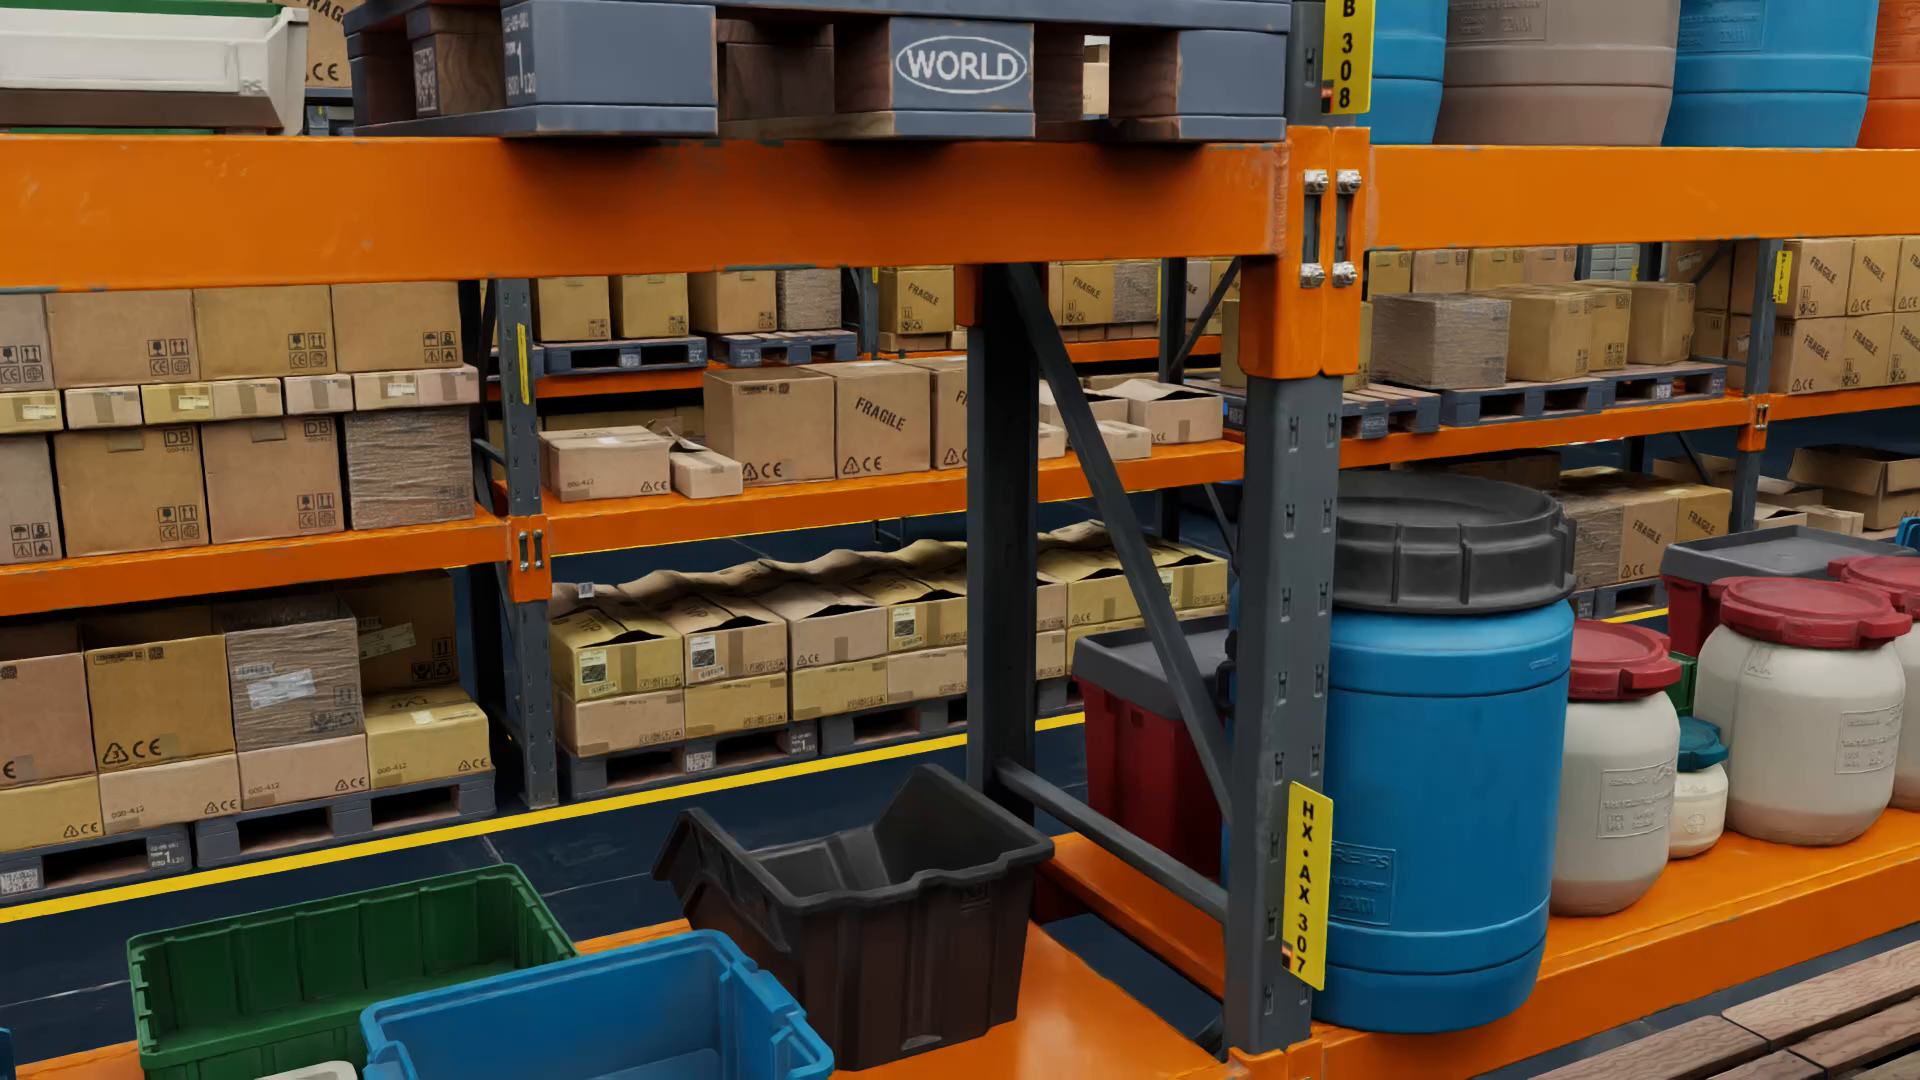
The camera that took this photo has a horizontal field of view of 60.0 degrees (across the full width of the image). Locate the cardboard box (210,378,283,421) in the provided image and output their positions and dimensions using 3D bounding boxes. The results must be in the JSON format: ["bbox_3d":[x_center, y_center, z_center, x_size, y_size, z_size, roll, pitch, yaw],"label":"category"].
[{"bbox_3d":[-2.879,-0.585,6.671,0.250,0.149,0.380,-7,14,-28],"label":"cardboard box"}]

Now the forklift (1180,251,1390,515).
[{"bbox_3d":[3.194,-1.813,13.987,3.031,2.935,1.130,-7,14,-28],"label":"forklift"}]

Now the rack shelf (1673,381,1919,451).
[{"bbox_3d":[6.711,-1.072,12.179,4.000,0.370,1.077,-7,14,-28],"label":"rack shelf"}]

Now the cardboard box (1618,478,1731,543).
[{"bbox_3d":[4.660,-0.101,10.915,0.500,0.500,0.500,-7,14,-28],"label":"cardboard box"}]

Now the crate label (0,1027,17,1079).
[{"bbox_3d":[-1.721,0.742,2.400,0.616,0.435,0.502,-7,14,-28],"label":"crate label"}]

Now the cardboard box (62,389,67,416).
[{"bbox_3d":[-3.524,-0.609,6.778,0.250,0.149,0.380,-7,15,-30],"label":"cardboard box"}]

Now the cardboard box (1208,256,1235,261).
[{"bbox_3d":[2.291,-2.638,14.840,0.500,0.250,0.500,-6,14,-26],"label":"cardboard box"}]

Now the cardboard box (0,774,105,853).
[{"bbox_3d":[-3.682,1.015,6.571,0.500,0.250,0.500,-7,14,-28],"label":"cardboard box"}]

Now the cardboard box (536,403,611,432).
[{"bbox_3d":[-2.965,-0.869,12.623,0.500,0.250,0.500,-7,15,-29],"label":"cardboard box"}]

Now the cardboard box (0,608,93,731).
[{"bbox_3d":[-3.939,0.546,6.947,0.500,0.500,0.500,-7,14,-28],"label":"cardboard box"}]

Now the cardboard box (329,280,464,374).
[{"bbox_3d":[-2.453,-1.005,7.059,0.500,0.500,0.700,-7,14,-28],"label":"cardboard box"}]

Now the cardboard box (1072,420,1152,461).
[{"bbox_3d":[0.788,-0.521,8.666,0.250,0.149,0.380,-7,14,-28],"label":"cardboard box"}]

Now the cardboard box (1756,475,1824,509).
[{"bbox_3d":[5.978,-0.309,12.272,0.500,0.311,0.500,-7,14,-28],"label":"cardboard box"}]

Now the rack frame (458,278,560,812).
[{"bbox_3d":[-2.066,-0.371,7.425,0.127,3.000,1.000,-7,14,-28],"label":"rack frame"}]

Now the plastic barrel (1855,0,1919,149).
[{"bbox_3d":[2.416,-1.396,4.172,0.708,0.830,0.600,-7,14,-28],"label":"plastic barrel"}]

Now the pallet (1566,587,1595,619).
[{"bbox_3d":[3.188,0.370,10.484,1.213,0.211,1.003,-7,14,-28],"label":"pallet"}]

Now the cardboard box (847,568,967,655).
[{"bbox_3d":[-0.235,0.335,8.319,0.500,0.311,0.500,-6,14,-26],"label":"cardboard box"}]

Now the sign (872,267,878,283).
[{"bbox_3d":[-0.664,-2.169,12.957,0.005,0.325,0.100,-7,14,-28],"label":"sign"}]

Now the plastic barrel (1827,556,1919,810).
[{"bbox_3d":[2.272,0.337,3.972,0.433,0.535,0.433,0,13,0],"label":"plastic barrel"}]

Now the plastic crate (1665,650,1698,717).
[{"bbox_3d":[1.697,0.450,4.261,0.662,0.188,0.450,-7,14,-28],"label":"plastic crate"}]

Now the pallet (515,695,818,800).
[{"bbox_3d":[-1.438,0.904,8.109,1.213,0.211,1.003,-7,14,-28],"label":"pallet"}]

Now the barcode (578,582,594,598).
[{"bbox_3d":[-1.643,0.219,7.309,0.075,0.075,0.001,-7,14,-28],"label":"barcode"}]

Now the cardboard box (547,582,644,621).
[{"bbox_3d":[-1.848,0.394,8.054,0.500,0.311,0.500,-7,14,-28],"label":"cardboard box"}]

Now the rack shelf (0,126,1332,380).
[{"bbox_3d":[-1.452,-0.318,1.997,4.000,0.370,1.077,-7,14,-28],"label":"rack shelf"}]

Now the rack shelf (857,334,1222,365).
[{"bbox_3d":[0.823,-1.605,14.549,4.000,0.370,1.077,-7,14,-28],"label":"rack shelf"}]

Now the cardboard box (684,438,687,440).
[{"bbox_3d":[-2.469,-0.566,12.983,0.500,0.500,0.700,-7,14,-28],"label":"cardboard box"}]

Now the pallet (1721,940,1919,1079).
[{"bbox_3d":[3.116,1.598,5.029,1.213,0.211,1.003,-7,14,-28],"label":"pallet"}]

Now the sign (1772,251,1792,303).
[{"bbox_3d":[5.225,-1.671,10.564,0.005,0.325,0.100,-7,14,-28],"label":"sign"}]

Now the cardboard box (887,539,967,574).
[{"bbox_3d":[-0.061,0.180,9.007,0.500,0.311,0.500,-7,15,-29],"label":"cardboard box"}]

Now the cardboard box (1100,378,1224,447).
[{"bbox_3d":[1.105,-0.718,9.172,0.500,0.311,0.500,-6,14,-24],"label":"cardboard box"}]

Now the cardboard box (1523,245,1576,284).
[{"bbox_3d":[5.647,-2.678,16.995,0.700,0.700,0.980,-6,14,-25],"label":"cardboard box"}]

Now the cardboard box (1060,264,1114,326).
[{"bbox_3d":[0.970,-2.113,14.215,0.500,0.500,0.500,-6,14,-26],"label":"cardboard box"}]

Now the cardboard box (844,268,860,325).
[{"bbox_3d":[-0.644,-2.050,13.936,0.500,0.500,0.500,-7,14,-28],"label":"cardboard box"}]

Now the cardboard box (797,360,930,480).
[{"bbox_3d":[-0.482,-0.605,8.240,0.500,0.500,0.500,-7,14,-28],"label":"cardboard box"}]

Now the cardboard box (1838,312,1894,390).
[{"bbox_3d":[5.981,-1.317,11.401,0.500,0.500,0.500,-7,14,-27],"label":"cardboard box"}]

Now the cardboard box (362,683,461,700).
[{"bbox_3d":[-2.619,0.756,7.724,0.500,0.250,0.500,-7,14,-28],"label":"cardboard box"}]

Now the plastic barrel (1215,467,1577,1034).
[{"bbox_3d":[0.788,0.357,3.048,0.708,0.901,0.600,-7,14,-28],"label":"plastic barrel"}]

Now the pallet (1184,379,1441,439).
[{"bbox_3d":[2.006,-0.783,9.693,1.003,0.211,1.213,-7,14,-28],"label":"pallet"}]

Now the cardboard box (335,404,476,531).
[{"bbox_3d":[-2.453,-0.372,7.202,0.500,0.500,0.700,-7,15,-29],"label":"cardboard box"}]

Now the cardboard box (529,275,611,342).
[{"bbox_3d":[-2.923,-1.768,12.405,0.500,0.500,0.700,-5,14,-20],"label":"cardboard box"}]

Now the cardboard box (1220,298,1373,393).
[{"bbox_3d":[1.943,-1.133,9.629,0.700,0.500,0.500,11,17,41],"label":"cardboard box"}]

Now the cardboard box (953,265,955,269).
[{"bbox_3d":[0.061,-2.370,13.651,0.500,0.250,0.500,-7,14,-29],"label":"cardboard box"}]

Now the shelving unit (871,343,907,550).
[{"bbox_3d":[-0.075,-0.723,12.405,1.048,1.500,0.538,-7,14,-28],"label":"shelving unit"}]

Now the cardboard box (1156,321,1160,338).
[{"bbox_3d":[1.755,-1.875,14.636,0.250,0.149,0.380,-7,14,-28],"label":"cardboard box"}]

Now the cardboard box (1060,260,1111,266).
[{"bbox_3d":[0.943,-2.479,14.132,0.500,0.250,0.500,-7,15,-29],"label":"cardboard box"}]

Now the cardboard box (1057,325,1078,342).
[{"bbox_3d":[0.809,-1.787,14.243,0.250,0.149,0.380,-7,14,-28],"label":"cardboard box"}]

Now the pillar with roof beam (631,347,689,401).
[{"bbox_3d":[-0.425,-3.873,9.323,0.400,9.000,9.100,-7,14,-28],"label":"pillar with roof beam"}]

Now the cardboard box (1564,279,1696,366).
[{"bbox_3d":[4.433,-1.459,11.078,0.700,0.500,0.500,11,17,41],"label":"cardboard box"}]

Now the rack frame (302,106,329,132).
[{"bbox_3d":[-4.443,-4.252,11.007,0.127,3.000,1.000,-7,14,-28],"label":"rack frame"}]

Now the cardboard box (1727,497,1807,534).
[{"bbox_3d":[5.428,-0.118,11.423,0.500,0.311,0.500,-7,14,-28],"label":"cardboard box"}]

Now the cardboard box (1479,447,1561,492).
[{"bbox_3d":[3.537,-0.464,10.824,0.500,0.250,0.500,-7,14,-28],"label":"cardboard box"}]

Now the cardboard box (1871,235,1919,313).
[{"bbox_3d":[6.408,-1.853,11.505,0.500,0.500,0.500,-7,15,-30],"label":"cardboard box"}]

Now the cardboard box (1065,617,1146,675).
[{"bbox_3d":[0.649,0.502,8.852,0.500,0.250,0.500,-7,14,-29],"label":"cardboard box"}]

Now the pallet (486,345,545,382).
[{"bbox_3d":[-3.702,-1.284,11.919,1.213,0.211,1.003,-7,14,-28],"label":"pallet"}]

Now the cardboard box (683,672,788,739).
[{"bbox_3d":[-1.144,0.717,7.895,0.500,0.250,0.500,-6,14,-26],"label":"cardboard box"}]
